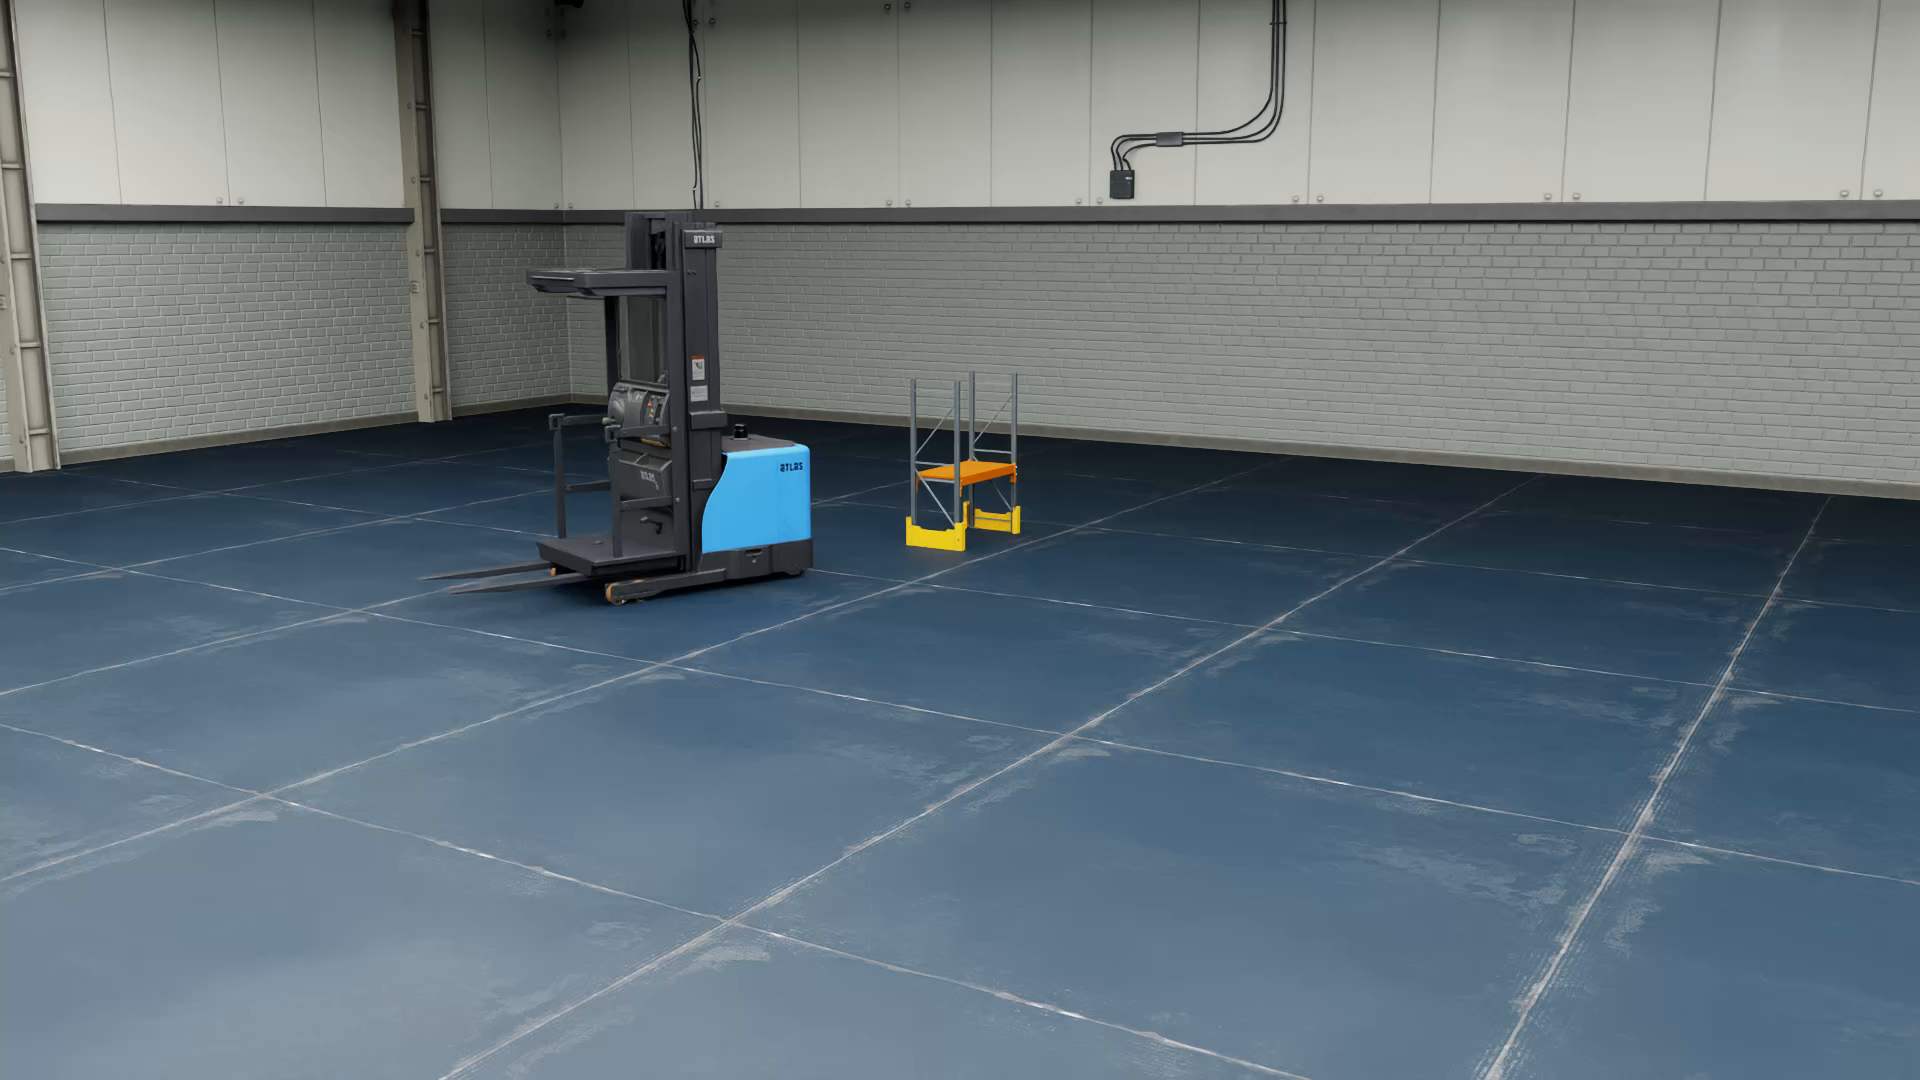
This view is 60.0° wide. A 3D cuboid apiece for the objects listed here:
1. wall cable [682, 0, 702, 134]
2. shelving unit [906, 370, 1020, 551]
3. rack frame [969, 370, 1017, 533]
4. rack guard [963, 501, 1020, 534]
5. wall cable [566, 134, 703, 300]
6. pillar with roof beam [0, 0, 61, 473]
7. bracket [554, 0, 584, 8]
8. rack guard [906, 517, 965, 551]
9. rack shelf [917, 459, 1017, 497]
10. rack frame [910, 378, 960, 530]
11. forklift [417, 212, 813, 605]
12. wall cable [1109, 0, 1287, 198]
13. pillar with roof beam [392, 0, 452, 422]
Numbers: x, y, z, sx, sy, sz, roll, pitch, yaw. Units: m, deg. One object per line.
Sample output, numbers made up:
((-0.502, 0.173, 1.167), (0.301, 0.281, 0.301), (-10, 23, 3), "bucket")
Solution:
((-2.843, -7.236, 24.159), (3.097, 2.526, 0.112), (6, 12, 31), "wall cable")
((0.040, -0.749, 15.176), (0.587, 1.500, 1.083), (6, 12, 31), "shelving unit")
((0.308, -0.831, 15.611), (0.500, 1.500, 0.032), (6, 12, 31), "rack frame")
((0.298, -0.213, 15.709), (0.587, 0.250, 0.087), (6, 12, 31), "rack guard")
((-5.155, -5.012, 26.004), (3.097, 2.526, 0.112), (6, 12, 31), "wall cable")
((-7.250, -4.846, 16.681), (9.100, 9.000, 0.400), (6, 12, 31), "pillar with roof beam")
((-6.065, -8.374, 25.745), (0.235, 0.232, 0.430), (6, 12, 31), "bracket")
((-0.219, -0.057, 14.873), (0.587, 0.250, 0.087), (6, 12, 31), "rack guard")
((0.044, -0.574, 15.217), (0.538, 0.185, 1.000), (6, 12, 31), "rack shelf")
((-0.220, -0.671, 14.757), (0.500, 1.500, 0.032), (6, 12, 31), "rack frame")
((-2.686, -1.058, 12.935), (3.031, 2.935, 1.130), (-8, 13, -37), "forklift")
((2.951, -7.300, 20.547), (2.305, 6.003, 0.169), (6, 12, 31), "wall cable")
((-4.135, -5.790, 21.721), (9.100, 9.000, 0.548), (6, 12, 31), "pillar with roof beam")
